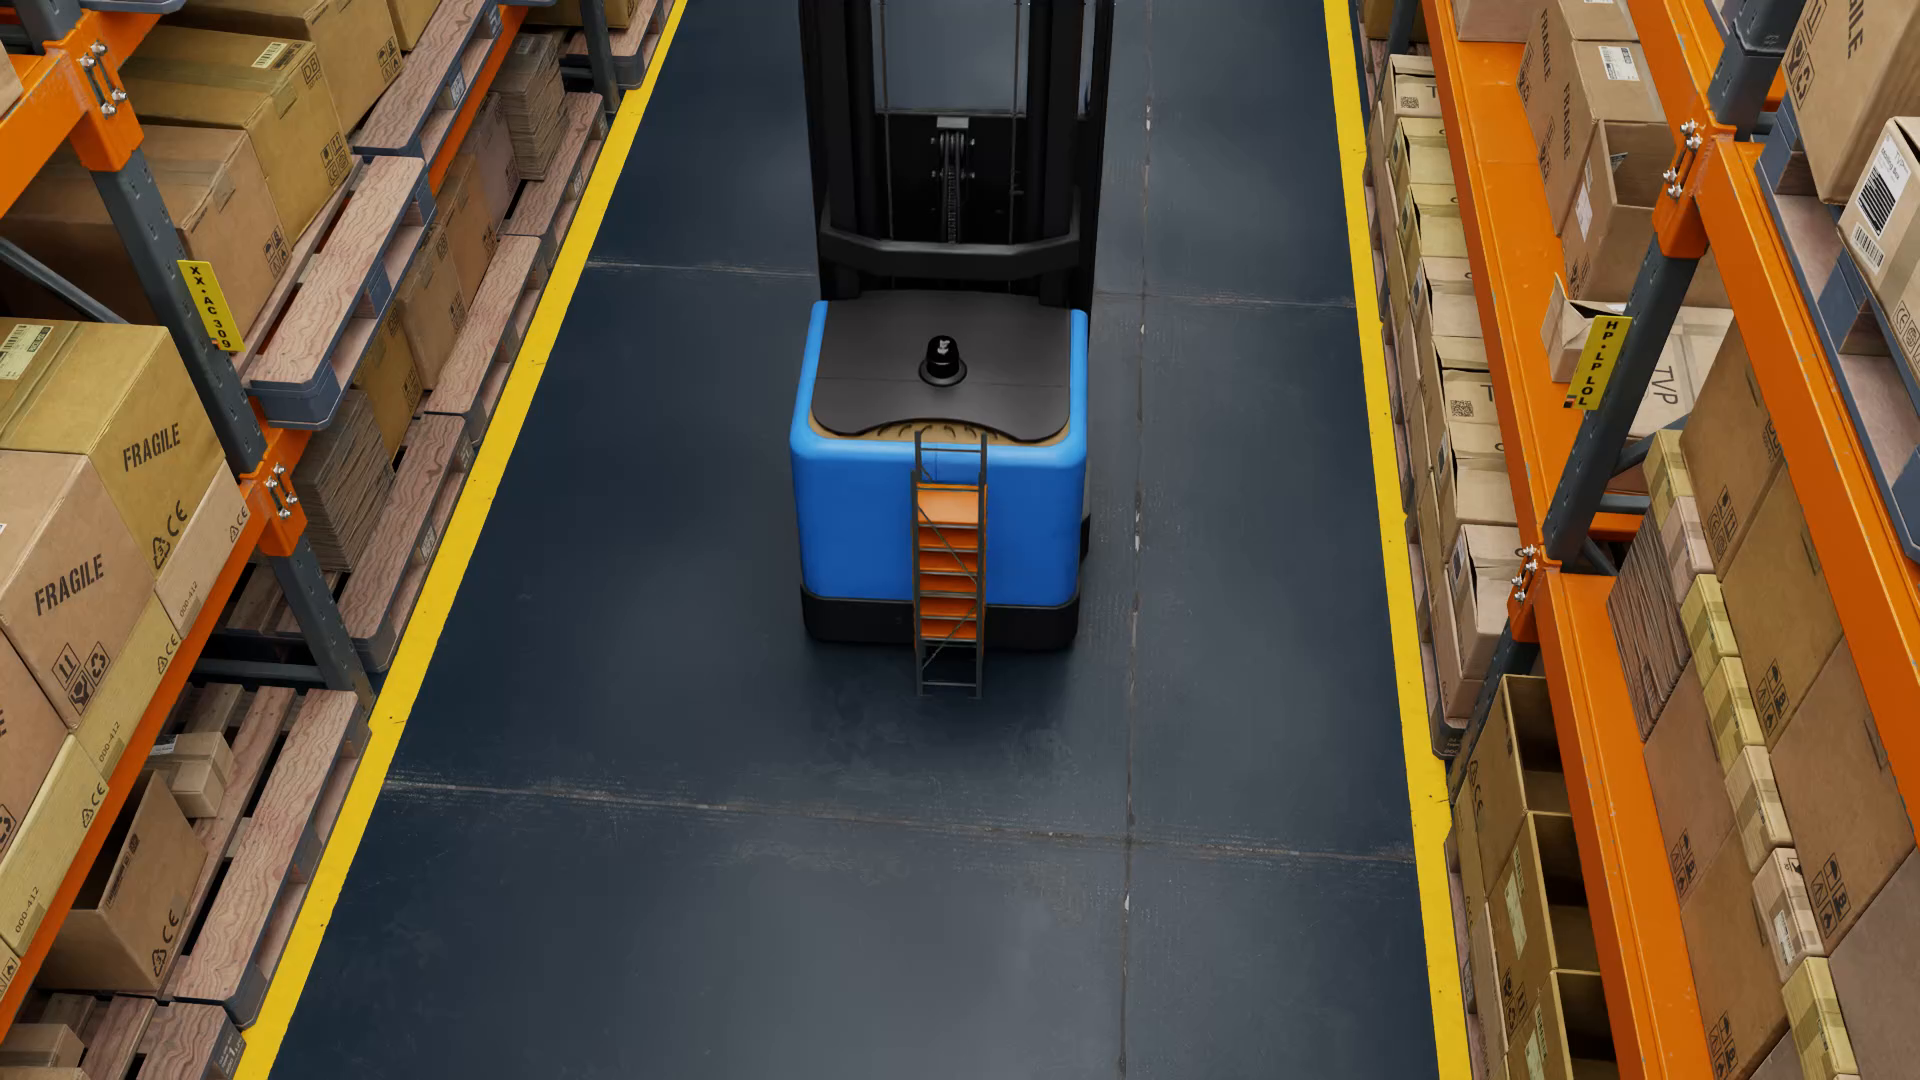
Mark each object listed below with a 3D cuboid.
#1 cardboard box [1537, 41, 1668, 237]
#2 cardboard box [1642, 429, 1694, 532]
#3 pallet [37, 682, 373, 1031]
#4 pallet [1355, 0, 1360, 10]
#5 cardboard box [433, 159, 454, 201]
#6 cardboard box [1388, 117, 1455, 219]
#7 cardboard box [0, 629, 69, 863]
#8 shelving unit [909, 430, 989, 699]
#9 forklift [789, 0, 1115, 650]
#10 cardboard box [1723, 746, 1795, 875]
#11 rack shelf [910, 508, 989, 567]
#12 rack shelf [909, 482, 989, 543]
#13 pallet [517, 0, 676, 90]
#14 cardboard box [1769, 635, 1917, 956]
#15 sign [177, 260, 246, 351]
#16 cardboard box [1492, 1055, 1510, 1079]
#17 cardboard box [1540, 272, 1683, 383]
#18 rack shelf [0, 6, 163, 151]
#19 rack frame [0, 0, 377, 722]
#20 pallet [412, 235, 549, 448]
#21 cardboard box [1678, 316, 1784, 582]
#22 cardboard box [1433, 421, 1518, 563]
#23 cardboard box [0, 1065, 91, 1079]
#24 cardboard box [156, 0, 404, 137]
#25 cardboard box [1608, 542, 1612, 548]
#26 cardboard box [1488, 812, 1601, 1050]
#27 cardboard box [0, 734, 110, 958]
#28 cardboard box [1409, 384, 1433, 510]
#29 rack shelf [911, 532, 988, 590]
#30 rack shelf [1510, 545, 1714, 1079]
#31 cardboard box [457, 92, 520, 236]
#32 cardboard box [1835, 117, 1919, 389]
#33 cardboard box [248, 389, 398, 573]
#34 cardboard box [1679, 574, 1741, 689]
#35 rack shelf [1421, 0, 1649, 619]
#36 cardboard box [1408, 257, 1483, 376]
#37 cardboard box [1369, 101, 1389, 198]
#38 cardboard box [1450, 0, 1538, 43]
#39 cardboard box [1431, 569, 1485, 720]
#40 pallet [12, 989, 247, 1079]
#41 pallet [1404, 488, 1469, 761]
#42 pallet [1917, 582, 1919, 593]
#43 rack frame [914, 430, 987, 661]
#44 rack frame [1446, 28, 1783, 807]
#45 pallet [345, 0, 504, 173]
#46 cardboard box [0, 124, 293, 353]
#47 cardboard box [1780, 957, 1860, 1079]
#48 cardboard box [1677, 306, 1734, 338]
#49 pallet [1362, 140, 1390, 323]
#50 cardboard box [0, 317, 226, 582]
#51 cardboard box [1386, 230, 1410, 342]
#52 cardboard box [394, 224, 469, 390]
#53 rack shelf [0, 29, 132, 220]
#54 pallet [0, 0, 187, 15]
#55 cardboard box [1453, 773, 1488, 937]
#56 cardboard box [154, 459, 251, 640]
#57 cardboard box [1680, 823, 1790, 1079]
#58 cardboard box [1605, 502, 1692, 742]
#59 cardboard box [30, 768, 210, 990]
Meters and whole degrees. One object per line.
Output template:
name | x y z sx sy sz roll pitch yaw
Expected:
cardboard box | 2.425 -1.429 5.983 0.500 0.500 0.500 4 48 4
cardboard box | 2.028 -0.145 4.369 0.380 0.149 0.250 4 48 3
pallet | -2.714 1.030 5.691 1.003 0.211 1.213 4 48 4
pallet | 2.829 -3.515 9.848 1.003 0.211 1.213 4 48 4
cardboard box | -2.494 -1.579 7.075 0.500 0.250 0.500 4 48 3
cardboard box | 2.230 -1.668 7.467 0.500 0.311 0.500 3 48 3
cardboard box | -2.520 0.488 3.877 0.500 0.500 0.500 3 48 2
shelving unit | -0.035 0.118 5.855 0.258 1.200 0.189 2 48 2
forklift | 0.001 -1.658 6.306 1.130 2.935 3.031 2 48 2
cardboard box | 1.936 0.606 3.682 0.380 0.149 0.250 2 48 2
rack shelf | -0.035 -0.014 5.711 0.258 0.103 0.180 2 48 2
rack shelf | -0.035 -0.095 5.622 0.258 0.103 0.180 2 48 2
pallet | -2.177 -2.980 9.358 1.003 0.211 1.213 4 48 4
cardboard box | 2.120 0.517 3.323 0.700 0.500 0.500 4 48 4
sign | -2.147 -0.669 4.768 0.100 0.325 0.005 4 48 4
cardboard box | 1.799 1.764 4.709 0.500 0.250 0.500 4 48 4
cardboard box | 2.142 -0.690 5.465 0.396 0.266 0.258 3 48 3
rack shelf | -2.506 -2.647 5.619 1.077 0.370 4.000 4 48 4
rack frame | -2.688 -0.407 5.116 1.000 3.000 0.127 4 48 4
pallet | -2.510 -0.937 7.490 1.003 0.211 1.213 4 48 4
cardboard box | 2.211 -0.222 3.999 0.700 0.500 0.500 4 48 4
cardboard box | 2.038 -0.180 6.106 0.500 0.311 0.500 5 48 5
cardboard box | -2.732 1.770 4.520 0.700 0.500 0.500 1 48 1
cardboard box | -2.521 -1.857 6.076 0.700 0.500 0.500 10 48 9
cardboard box | 2.582 -0.134 6.065 0.500 0.311 0.500 3 48 3
cardboard box | 1.853 1.144 4.768 0.500 0.500 0.500 4 48 4
cardboard box | -2.514 0.741 4.153 0.500 0.250 0.500 4 48 3
cardboard box | 2.088 -0.362 6.653 0.500 0.250 0.500 5 48 4
rack shelf | -0.035 0.067 5.799 0.258 0.103 0.180 2 48 2
rack shelf | 2.063 1.635 3.735 1.077 0.370 4.000 4 48 4
cardboard box | -2.500 -1.748 7.738 0.700 0.500 0.500 4 48 3
cardboard box | 1.887 -0.499 2.848 0.500 0.311 0.500 2 48 1
cardboard box | -2.638 -0.254 6.372 0.700 0.500 0.500 5 48 5
cardboard box | 1.983 0.229 4.026 0.380 0.149 0.250 3 48 3
rack shelf | 2.427 -1.304 6.423 1.077 0.370 4.000 4 48 4
cardboard box | 2.135 -0.915 6.779 0.500 0.311 0.500 3 48 3
cardboard box | 2.269 -1.865 8.028 0.500 0.250 0.500 4 48 3
cardboard box | 2.335 -2.342 6.946 0.500 0.311 0.500 3 48 3
cardboard box | 1.994 0.385 5.970 0.500 0.250 0.500 3 48 3
pallet | -2.823 1.929 4.869 1.003 0.211 1.213 4 48 4
pallet | 2.273 0.320 6.340 1.003 0.211 1.213 4 48 4
pallet | 2.079 0.463 2.347 1.003 0.211 1.213 4 48 4
rack frame | -0.030 0.051 5.917 0.240 1.200 0.006 2 48 2
rack frame | 2.245 -0.077 4.814 1.000 3.000 0.127 4 48 4
pallet | -2.463 -1.825 6.542 1.003 0.211 1.213 4 48 4
cardboard box | -2.608 -0.961 5.256 0.700 0.500 0.500 4 48 4
cardboard box | 1.890 0.993 3.327 0.380 0.149 0.250 4 48 3
cardboard box | 2.529 -0.630 5.489 0.380 0.149 0.250 4 48 4
pallet | 2.496 -1.473 7.980 1.003 0.211 1.213 4 48 4
cardboard box | -2.424 -0.248 4.550 0.500 0.500 0.500 4 48 3
cardboard box | 2.183 -1.113 7.340 0.500 0.250 0.500 3 48 2
cardboard box | -2.554 -1.010 7.062 0.700 0.500 0.500 4 48 4
rack shelf | -2.871 0.293 2.930 1.077 0.370 4.000 4 48 4
pallet | -2.526 -1.803 4.487 1.213 0.211 1.003 4 48 4
cardboard box | 1.901 1.030 5.380 0.500 0.250 0.500 4 48 4
cardboard box | -2.430 0.005 4.827 0.500 0.250 0.500 4 48 4
cardboard box | 2.120 0.972 3.786 0.700 0.500 0.500 5 48 4
cardboard box | 2.211 0.216 4.478 0.700 0.500 0.500 3 48 3
cardboard box | -2.743 1.053 5.176 0.500 0.500 0.500 1 48 1
